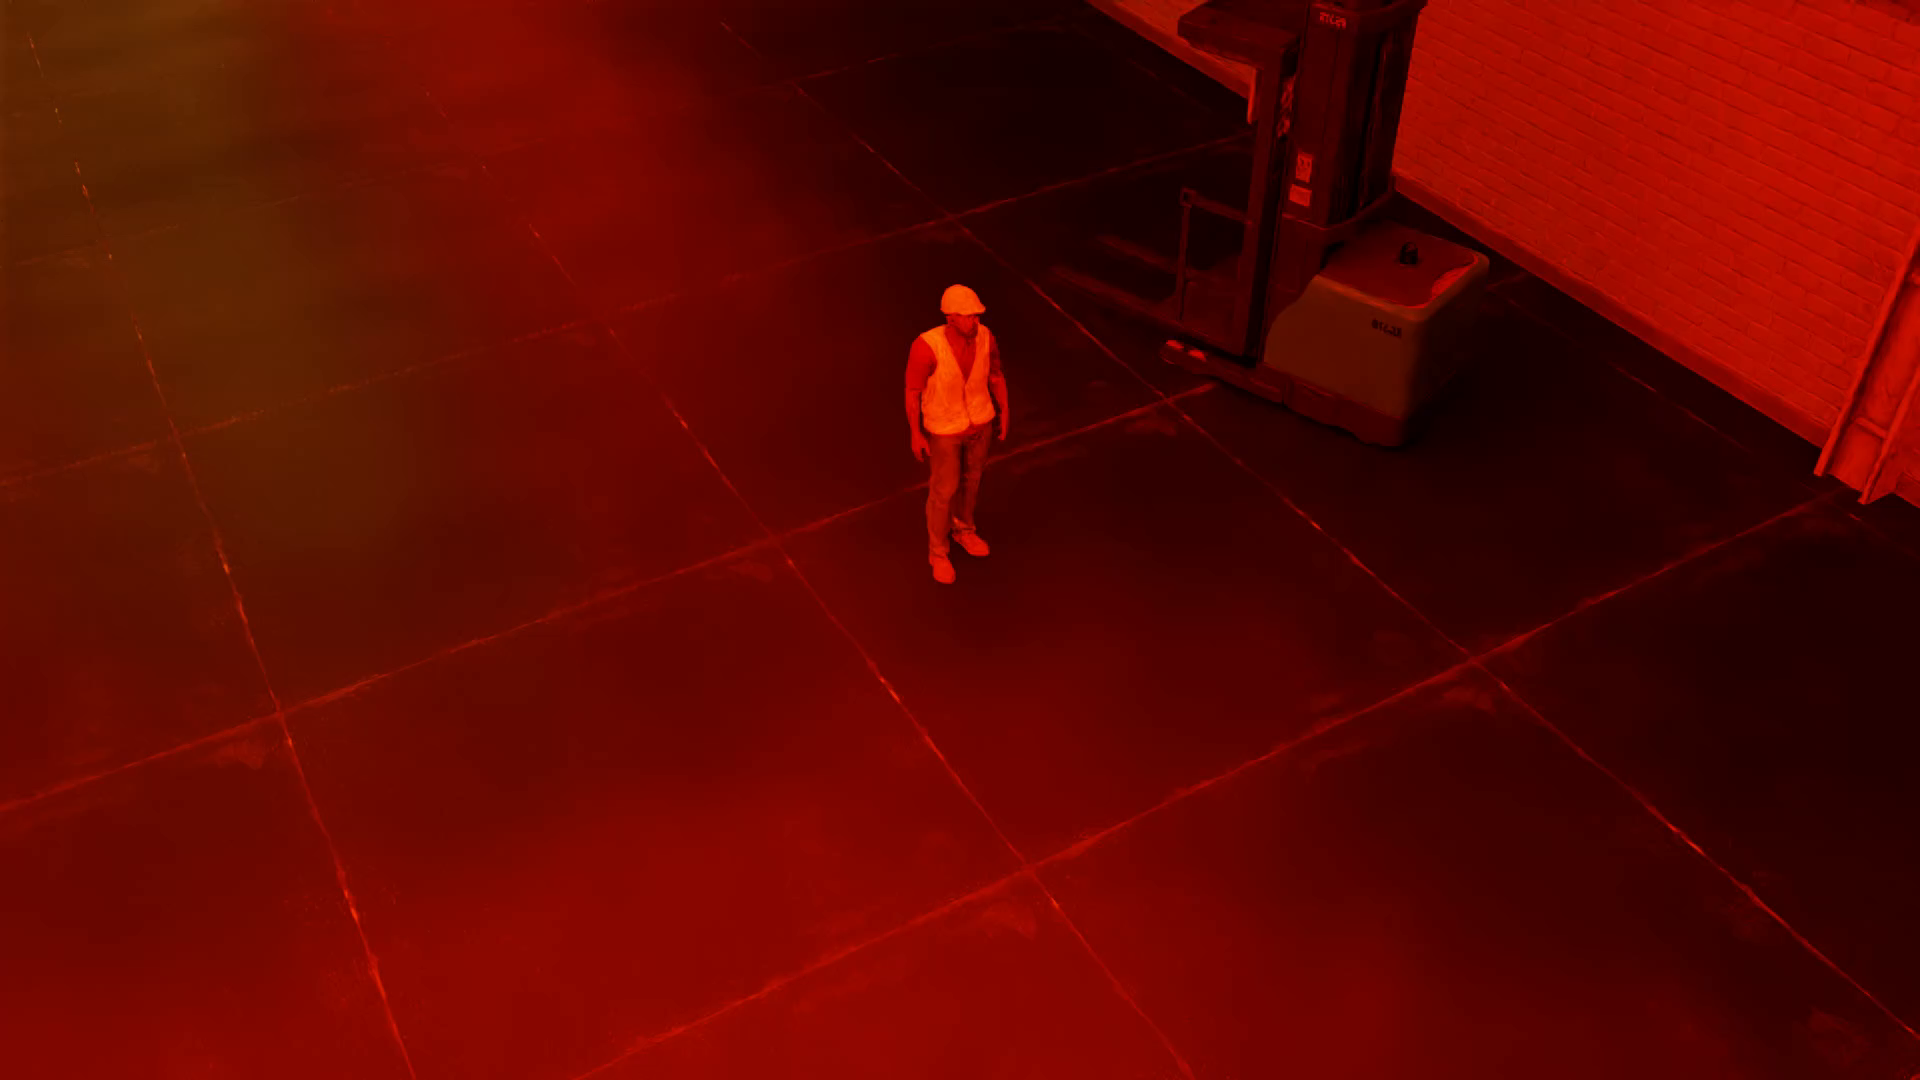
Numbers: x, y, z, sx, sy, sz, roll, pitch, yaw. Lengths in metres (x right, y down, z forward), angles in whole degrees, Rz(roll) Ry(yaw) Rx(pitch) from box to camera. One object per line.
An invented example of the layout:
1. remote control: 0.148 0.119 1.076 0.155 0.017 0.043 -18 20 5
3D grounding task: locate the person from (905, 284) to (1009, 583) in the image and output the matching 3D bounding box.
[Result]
1. person: 0.030 -0.645 9.715 0.665 1.766 0.576 -20 44 -23

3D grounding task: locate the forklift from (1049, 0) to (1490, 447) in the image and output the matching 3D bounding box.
1. forklift: 2.042 -2.535 11.092 3.031 2.935 1.130 28 47 30
